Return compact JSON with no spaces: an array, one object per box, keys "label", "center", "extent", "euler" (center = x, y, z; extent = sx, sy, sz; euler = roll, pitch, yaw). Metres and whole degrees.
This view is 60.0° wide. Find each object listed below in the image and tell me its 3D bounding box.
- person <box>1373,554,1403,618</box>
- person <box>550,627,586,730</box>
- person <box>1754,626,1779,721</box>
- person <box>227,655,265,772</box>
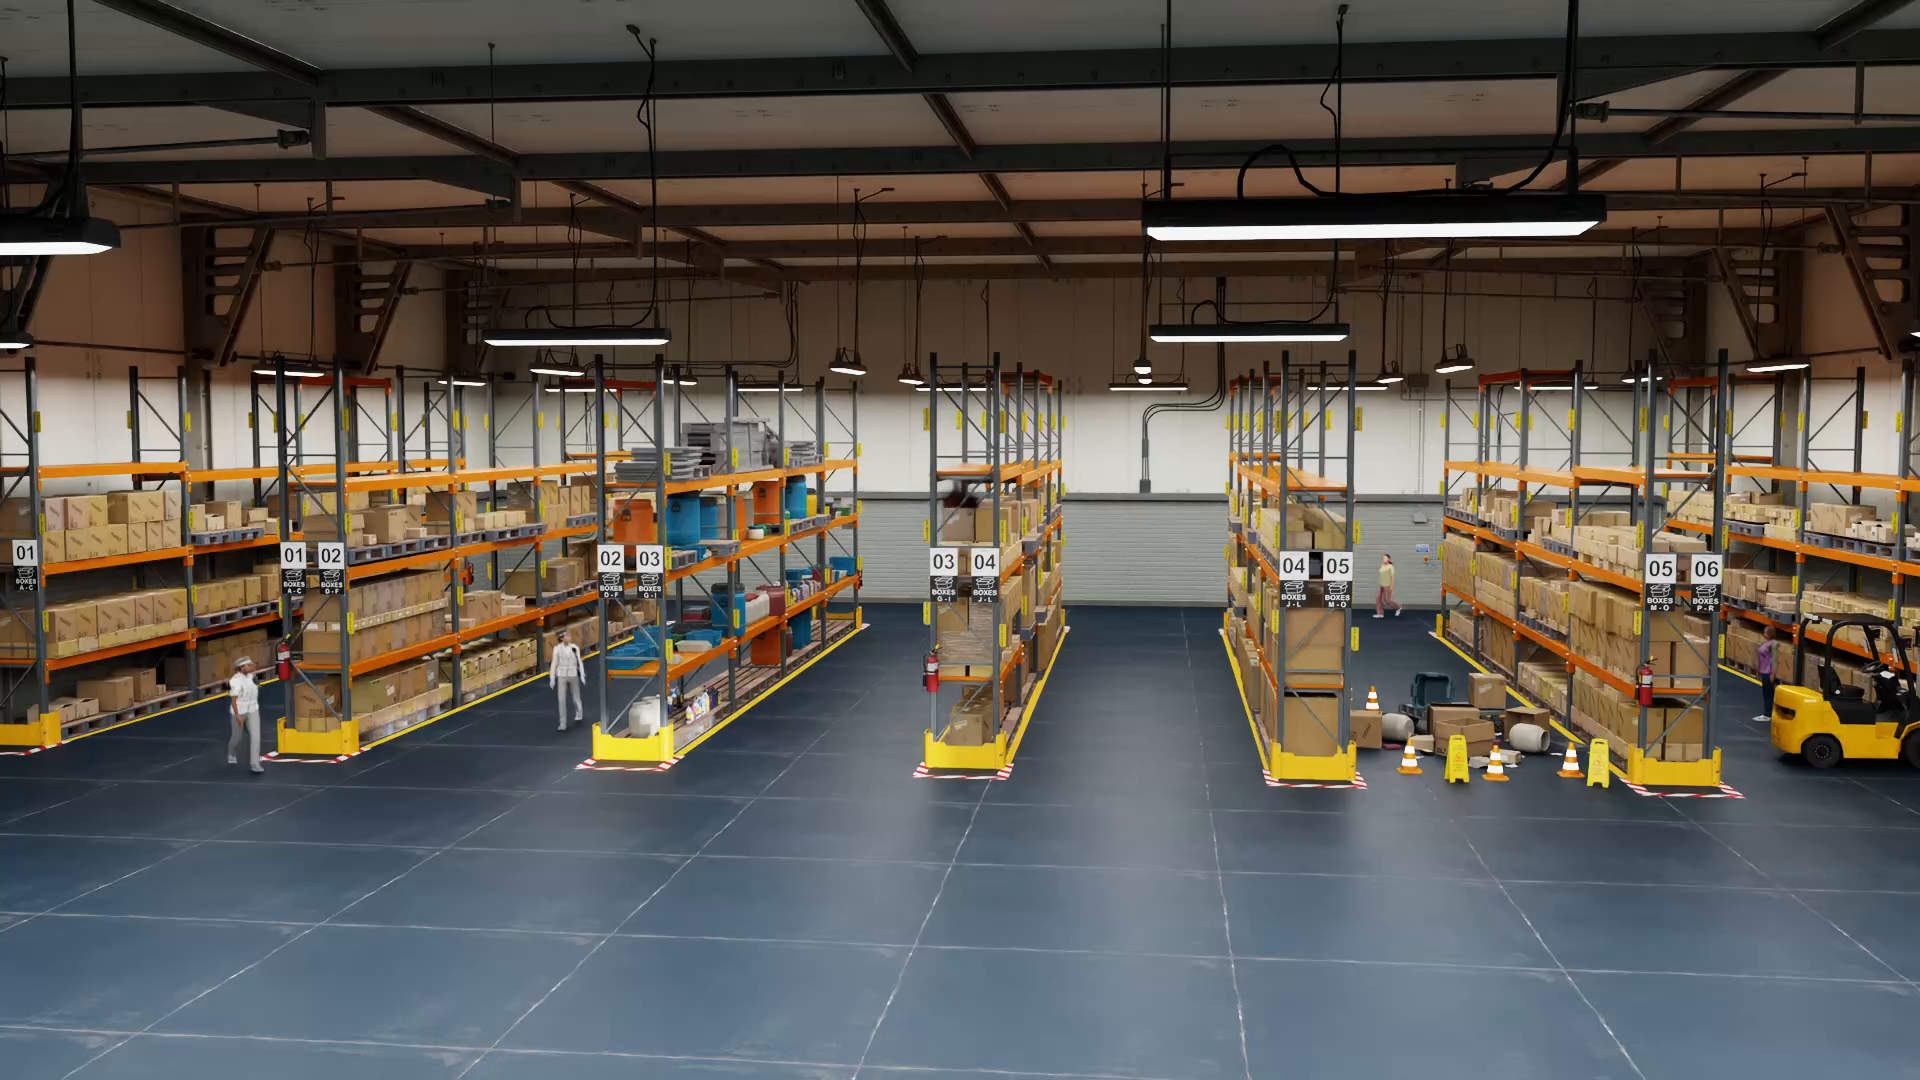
[{"label":"person","center":[10.872,1.171,42.447],"extent":[0.715,1.632,0.496],"euler":[-2,4,-24]},{"label":"person","center":[-6.436,2.244,27.294],"extent":[0.578,1.642,0.926],"euler":[0,4,-4]},{"label":"person","center":[13.566,2.238,27.903],"extent":[0.392,1.599,0.452],"euler":[2,5,27]},{"label":"person","center":[-10.315,2.480,23.961],"extent":[0.431,1.650,0.914],"euler":[-4,5,-41]}]
